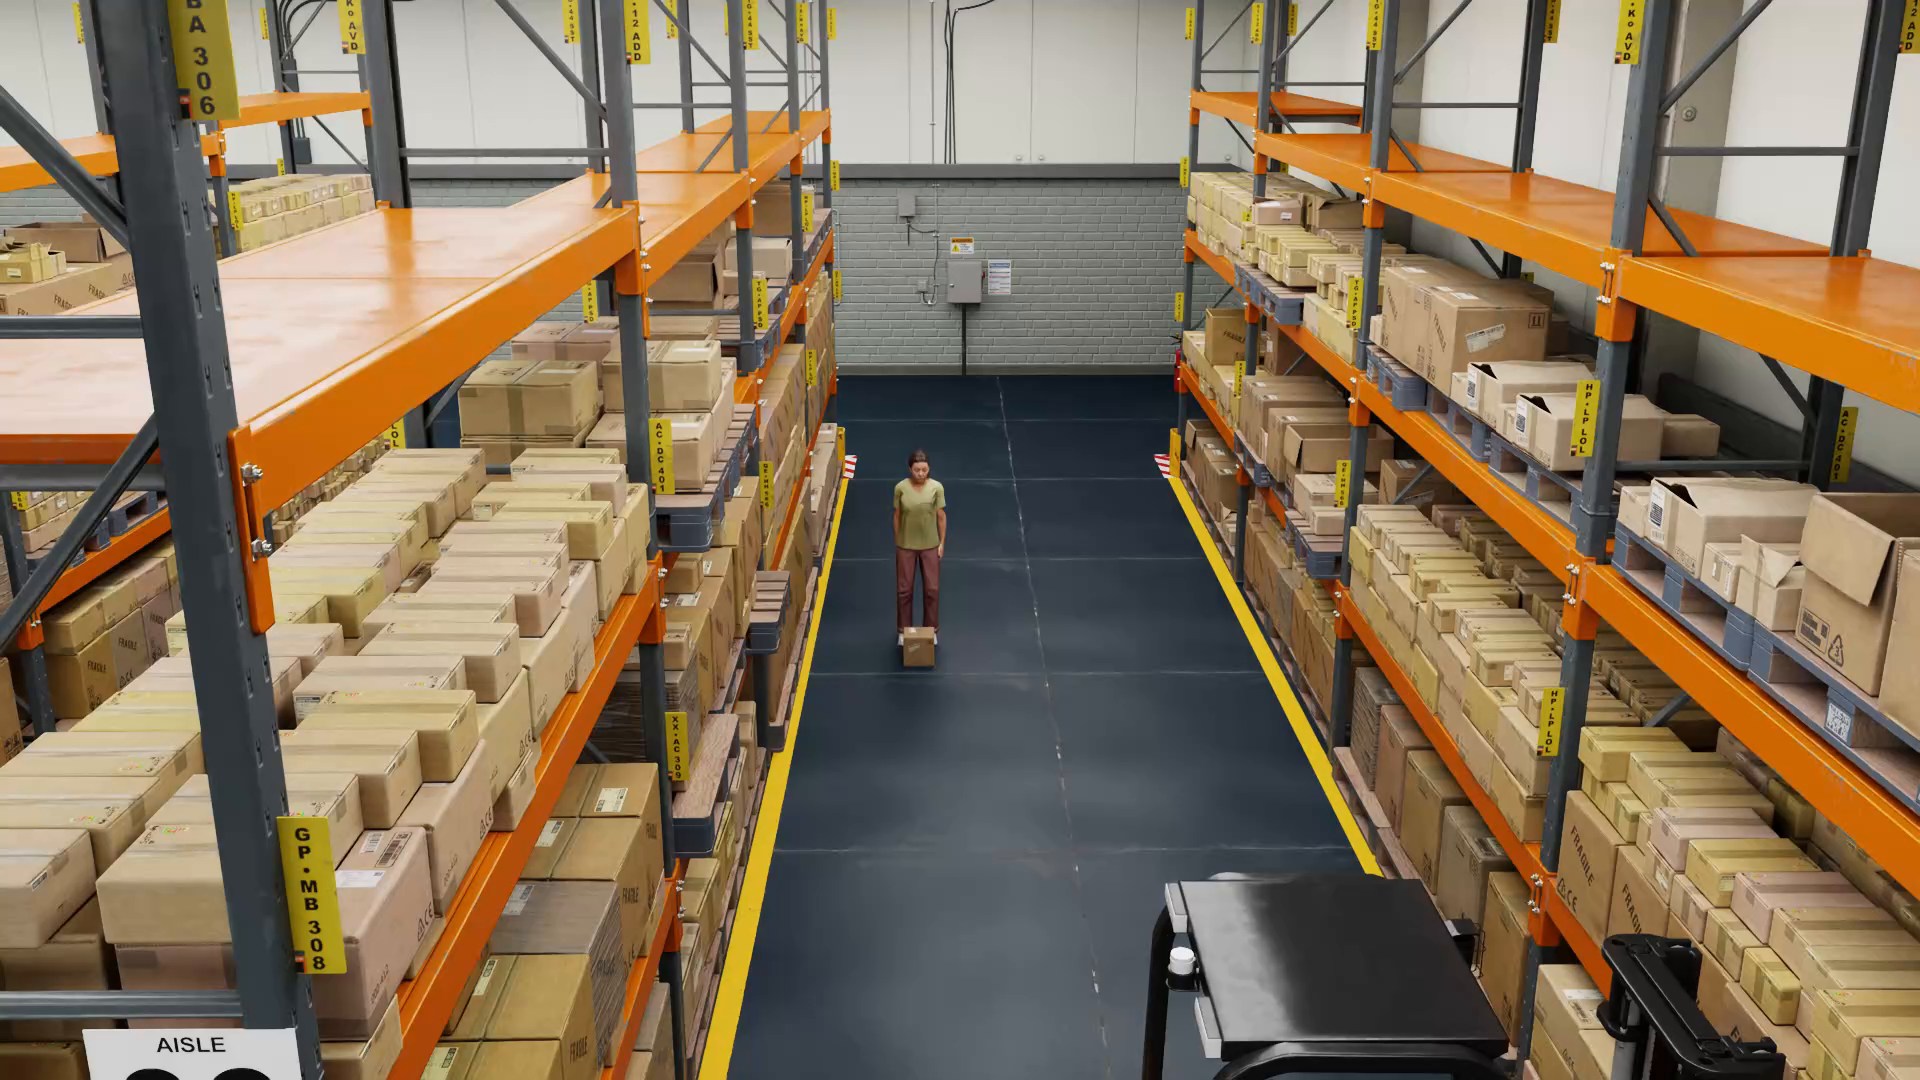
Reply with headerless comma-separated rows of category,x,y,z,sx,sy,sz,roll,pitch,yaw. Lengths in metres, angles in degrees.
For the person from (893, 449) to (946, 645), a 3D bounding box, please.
person,-0.337,0.053,13.892,0.447,1.674,0.363,0,17,0
